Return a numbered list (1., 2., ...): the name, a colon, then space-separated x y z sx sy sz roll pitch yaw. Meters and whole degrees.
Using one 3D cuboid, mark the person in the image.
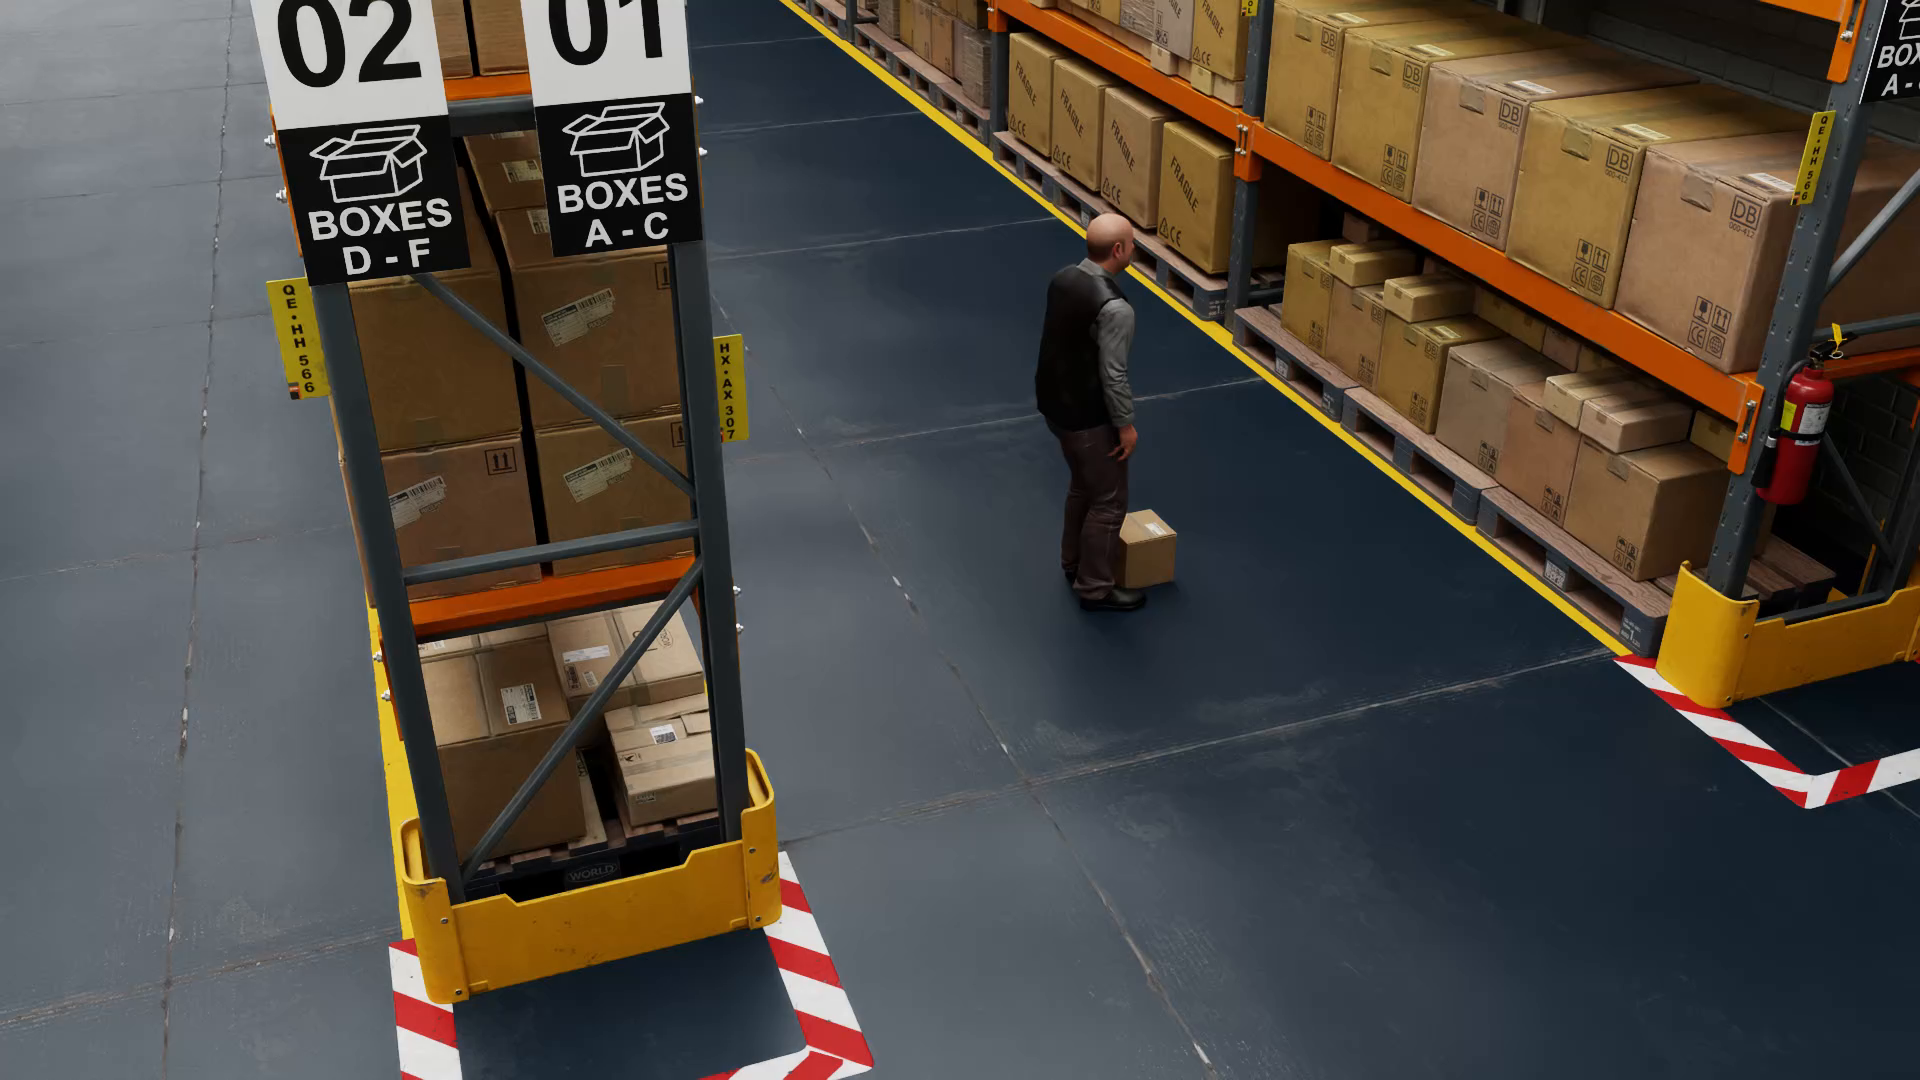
1. person: 0.570 -0.549 7.118 0.474 1.720 0.592 -12 32 -21
